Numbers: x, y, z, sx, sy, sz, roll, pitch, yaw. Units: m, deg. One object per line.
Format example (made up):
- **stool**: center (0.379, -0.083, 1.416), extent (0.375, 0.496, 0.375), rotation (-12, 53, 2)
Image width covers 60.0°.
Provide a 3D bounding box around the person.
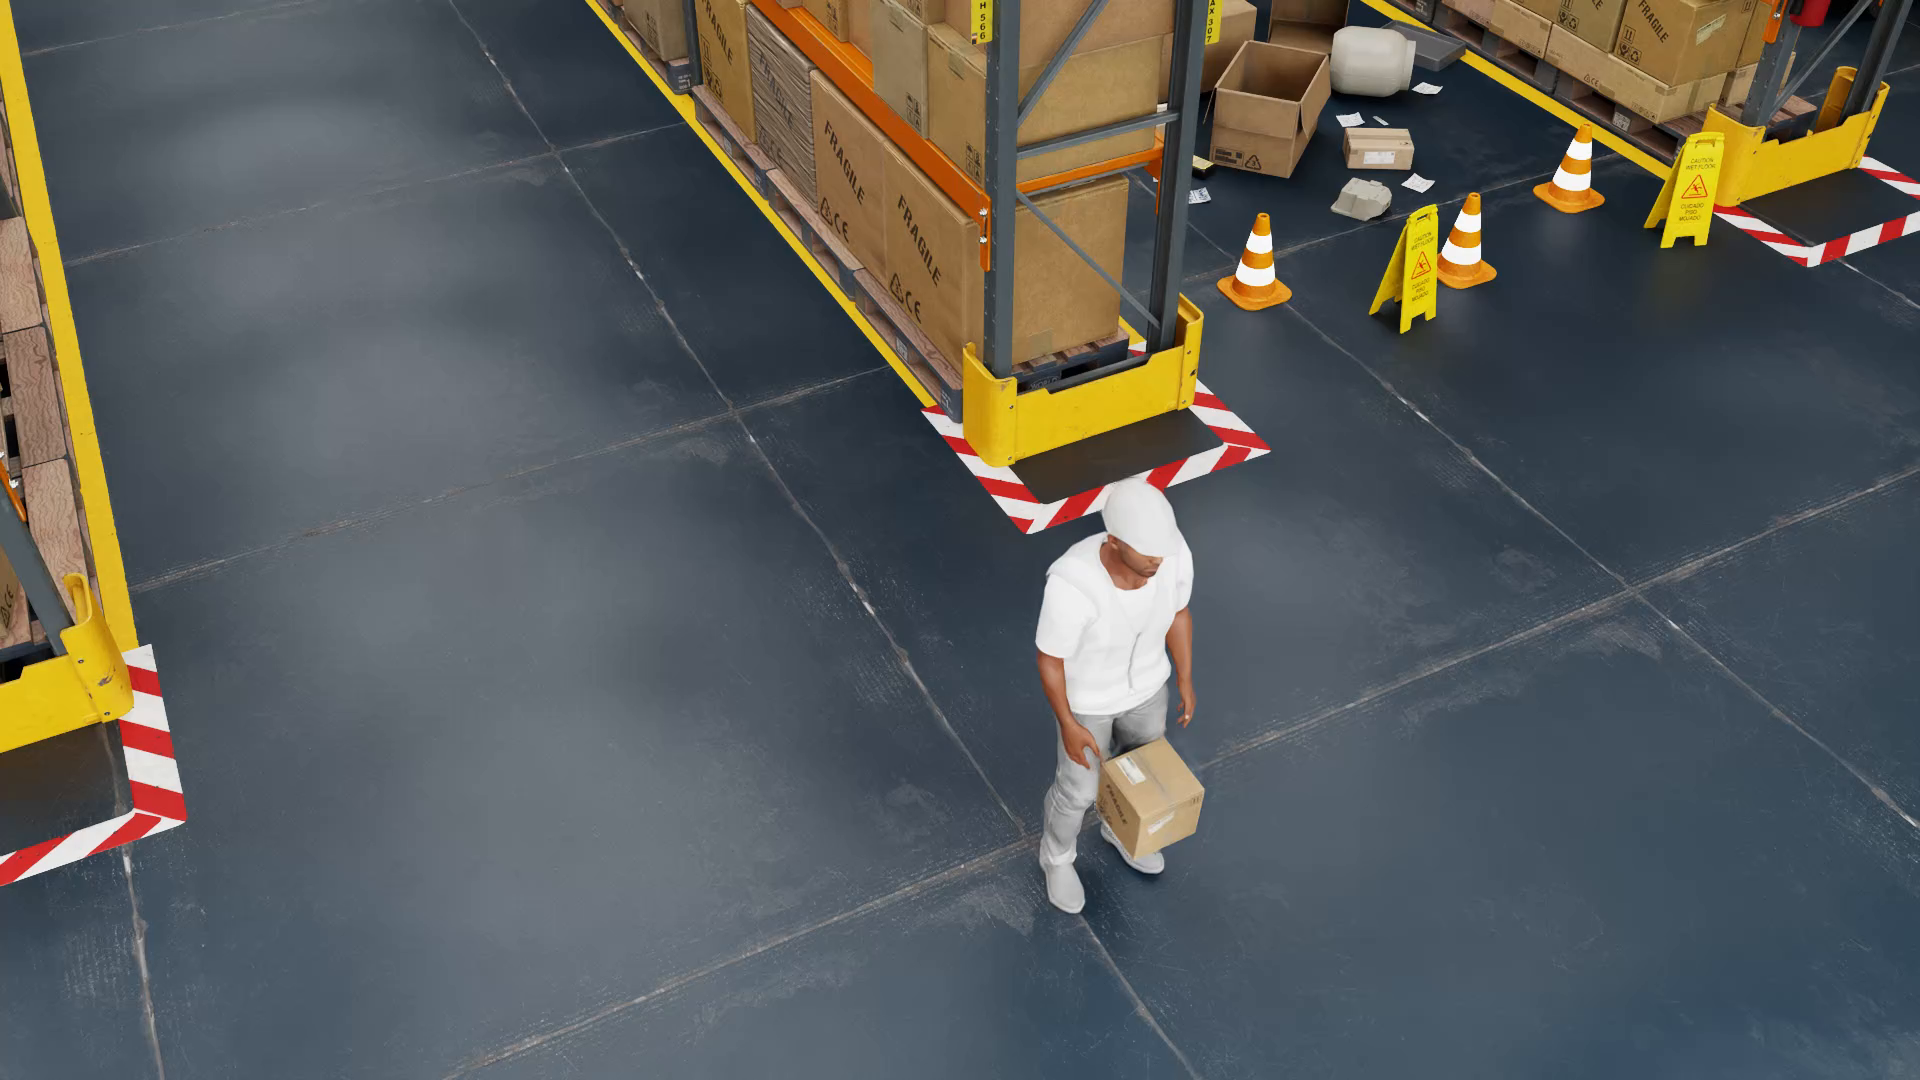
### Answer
- **person**: center (0.513, 0.496, 5.573), extent (0.586, 1.762, 0.419), rotation (-20, 45, -21)
